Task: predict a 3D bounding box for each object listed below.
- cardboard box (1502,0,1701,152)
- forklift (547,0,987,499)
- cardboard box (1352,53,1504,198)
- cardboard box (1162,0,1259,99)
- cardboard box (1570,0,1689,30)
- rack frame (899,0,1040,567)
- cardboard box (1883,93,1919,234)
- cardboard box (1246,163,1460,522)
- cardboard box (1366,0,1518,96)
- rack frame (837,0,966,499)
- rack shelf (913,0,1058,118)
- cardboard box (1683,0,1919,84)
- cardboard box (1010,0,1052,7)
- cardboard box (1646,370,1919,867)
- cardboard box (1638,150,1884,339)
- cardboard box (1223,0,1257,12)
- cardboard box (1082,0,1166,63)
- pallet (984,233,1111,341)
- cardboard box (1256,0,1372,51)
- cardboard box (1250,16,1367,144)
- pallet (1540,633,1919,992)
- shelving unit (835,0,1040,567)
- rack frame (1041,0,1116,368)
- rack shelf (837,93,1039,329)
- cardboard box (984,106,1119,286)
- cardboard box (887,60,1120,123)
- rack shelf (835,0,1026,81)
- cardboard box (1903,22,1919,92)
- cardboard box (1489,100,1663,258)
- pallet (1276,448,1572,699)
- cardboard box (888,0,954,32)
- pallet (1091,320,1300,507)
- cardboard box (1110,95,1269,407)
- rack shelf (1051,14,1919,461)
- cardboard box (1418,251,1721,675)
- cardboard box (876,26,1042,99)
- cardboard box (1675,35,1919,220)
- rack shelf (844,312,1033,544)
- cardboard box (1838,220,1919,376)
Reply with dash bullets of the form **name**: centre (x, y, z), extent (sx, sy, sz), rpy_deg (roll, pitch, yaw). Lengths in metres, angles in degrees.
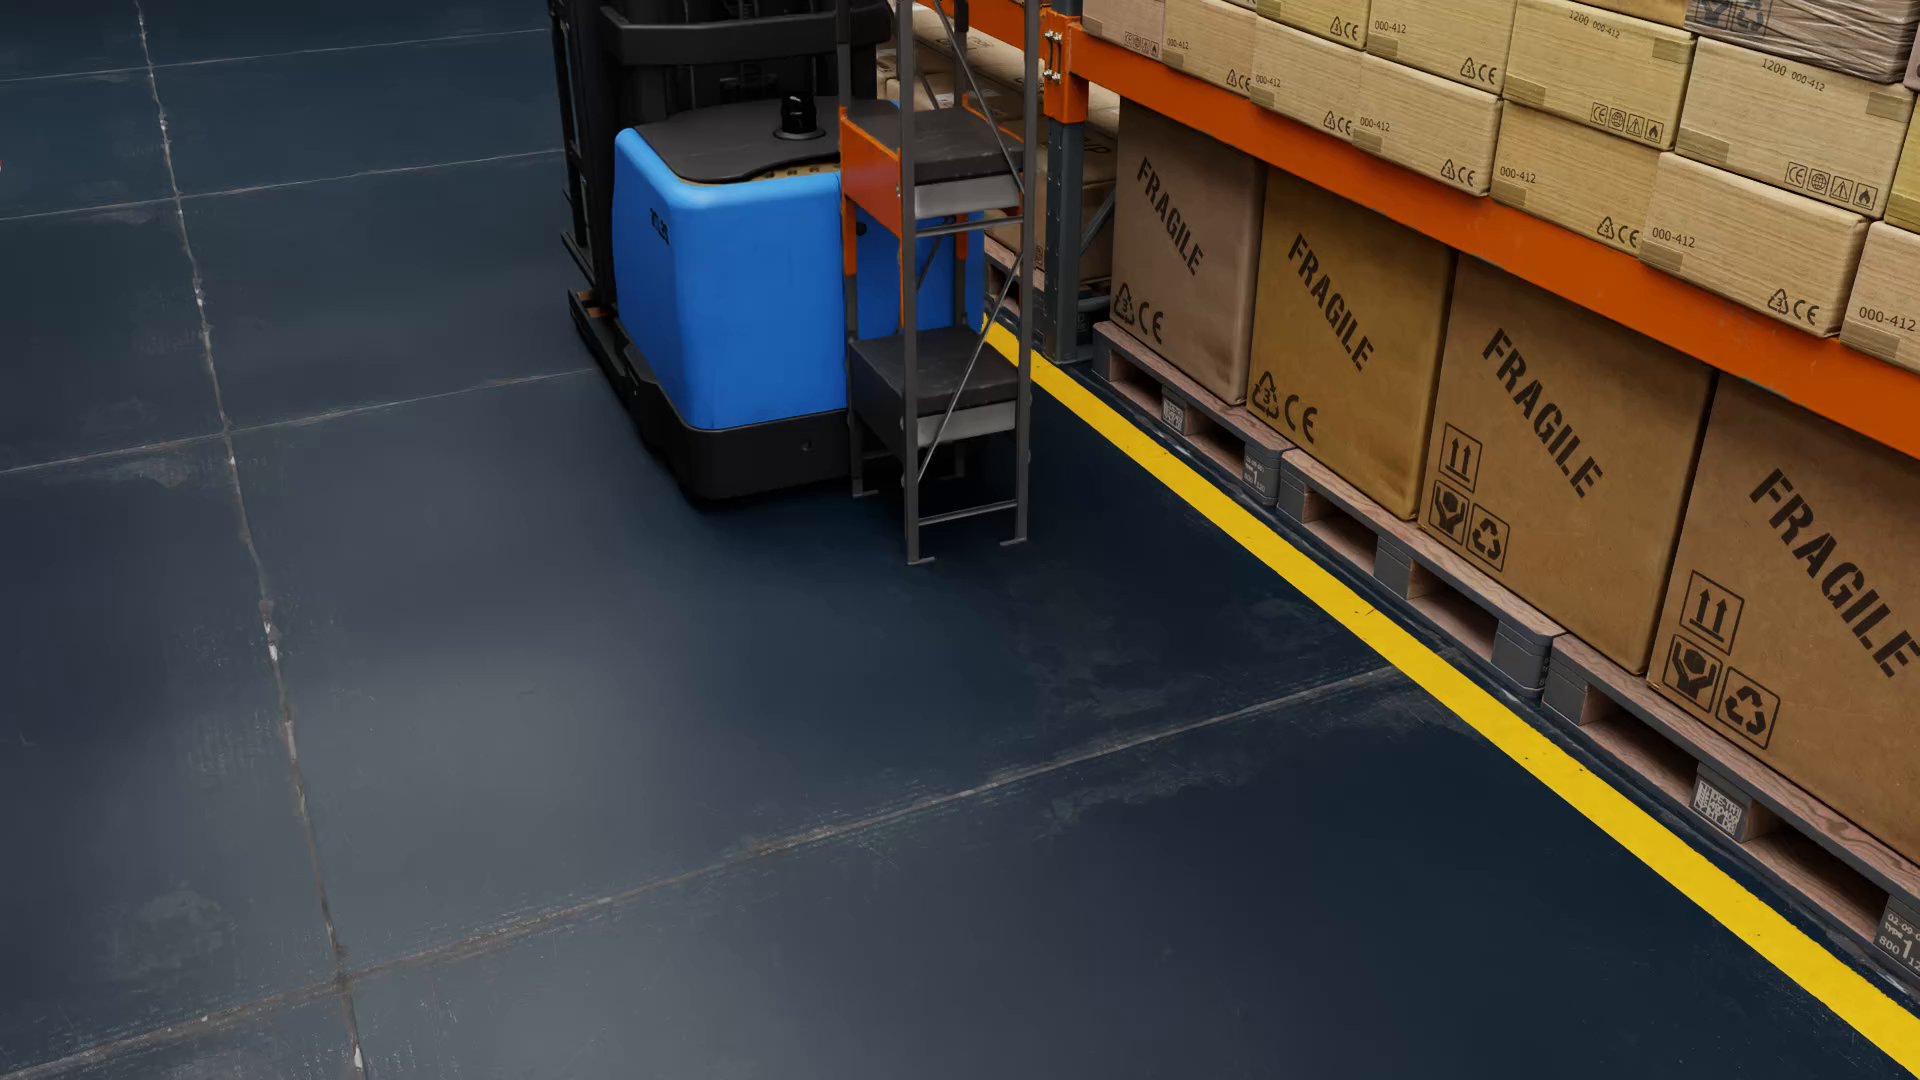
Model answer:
- **cardboard box**: centre (1.617, -1.101, 3.790), extent (0.500, 0.250, 0.500), rpy_deg (-14, 32, -23)
- **forklift**: centre (-0.943, -2.112, 6.019), extent (1.130, 2.935, 3.031), rpy_deg (-12, 31, -20)
- **cardboard box**: centre (1.385, -1.112, 4.319), extent (0.500, 0.250, 0.500), rpy_deg (-14, 32, -23)
- **cardboard box**: centre (0.973, -1.564, 5.126), extent (0.500, 0.250, 0.500), rpy_deg (-14, 32, -23)
- **cardboard box**: centre (1.623, -1.440, 3.626), extent (0.500, 0.500, 0.500), rpy_deg (-13, 32, -22)
- **rack frame**: centre (0.026, -0.874, 4.660), extent (0.400, 2.100, 0.015), rpy_deg (-12, 31, -20)
- **cardboard box**: centre (2.079, -0.654, 2.992), extent (0.500, 0.250, 0.500), rpy_deg (-13, 32, -22)
- **cardboard box**: centre (1.532, -0.710, 5.192), extent (0.875, 0.875, 0.875), rpy_deg (-12, 31, -21)
- **cardboard box**: centre (1.394, -1.331, 4.199), extent (0.500, 0.250, 0.500), rpy_deg (-14, 32, -23)
- **rack frame**: centre (-0.168, -1.093, 5.051), extent (0.400, 2.100, 0.015), rpy_deg (-12, 31, -20)
- **rack shelf**: centre (-0.060, -2.677, 7.693), extent (1.077, 0.370, 4.000), rpy_deg (-13, 32, -22)
- **cardboard box**: centre (1.830, -1.219, 3.232), extent (0.500, 0.500, 0.500), rpy_deg (-13, 32, -21)
- **cardboard box**: centre (0.369, -2.302, 6.187), extent (0.500, 0.500, 0.500), rpy_deg (-13, 32, -22)
- **cardboard box**: centre (2.295, 0.080, 3.783), extent (0.875, 0.875, 0.875), rpy_deg (-13, 32, -22)
- **cardboard box**: centre (1.831, -0.667, 3.525), extent (0.500, 0.250, 0.500), rpy_deg (-13, 32, -21)
- **cardboard box**: centre (0.982, -1.782, 5.004), extent (0.500, 0.250, 0.500), rpy_deg (-13, 32, -21)
- **cardboard box**: centre (0.749, -1.792, 5.533), extent (0.500, 0.250, 0.500), rpy_deg (-14, 32, -23)
- **pallet**: centre (0.543, -1.244, 7.252), extent (1.003, 0.211, 1.213), rpy_deg (-13, 32, -22)
- **cardboard box**: centre (1.175, -1.554, 4.596), extent (0.500, 0.250, 0.500), rpy_deg (-13, 32, -21)
- **cardboard box**: centre (1.179, -1.334, 4.716), extent (0.500, 0.250, 0.500), rpy_deg (-13, 32, -22)
- **pallet**: centre (2.246, 0.512, 4.122), extent (1.003, 0.211, 1.213), rpy_deg (-13, 32, -22)
- **shelving unit**: centre (-0.071, -0.983, 4.855), extent (0.431, 2.100, 0.503), rpy_deg (-12, 31, -20)
- **rack frame**: centre (0.799, -2.108, 5.942), extent (1.000, 3.000, 0.127), rpy_deg (-13, 32, -22)
- **rack shelf**: centre (-0.071, -0.971, 4.862), extent (0.431, 0.518, 0.480), rpy_deg (-12, 31, -20)
- **cardboard box**: centre (0.626, -1.473, 7.000), extent (0.875, 0.438, 0.875), rpy_deg (-14, 32, -23)
- **cardboard box**: centre (0.242, -1.868, 7.705), extent (0.875, 0.438, 0.875), rpy_deg (-14, 32, -23)
- **rack shelf**: centre (-0.070, -1.582, 4.520), extent (0.431, 0.518, 0.480), rpy_deg (-12, 31, -20)
- **cardboard box**: centre (2.058, -0.994, 2.831), extent (0.500, 0.500, 0.500), rpy_deg (-14, 32, -23)
- **cardboard box**: centre (1.629, -0.892, 3.928), extent (0.500, 0.250, 0.500), rpy_deg (-13, 32, -22)
- **pallet**: centre (1.726, -0.027, 5.082), extent (1.003, 0.211, 1.213), rpy_deg (-13, 32, -22)
- **cardboard box**: centre (-0.545, -2.670, 9.134), extent (0.875, 0.438, 0.875), rpy_deg (-14, 32, -24)
- **pallet**: centre (1.198, -0.566, 6.044), extent (1.003, 0.211, 1.213), rpy_deg (-13, 32, -22)
- **cardboard box**: centre (1.137, -1.107, 5.900), extent (0.875, 0.875, 0.875), rpy_deg (-12, 31, -20)
- **rack shelf**: centre (1.658, -0.910, 4.542), extent (1.077, 0.370, 4.000), rpy_deg (-13, 32, -22)
- **cardboard box**: centre (1.916, -0.315, 4.487), extent (0.875, 0.875, 0.875), rpy_deg (-13, 32, -21)
- **cardboard box**: centre (-0.144, -2.267, 8.416), extent (0.875, 0.438, 0.875), rpy_deg (-12, 32, -21)
- **cardboard box**: centre (1.855, -0.880, 3.394), extent (0.500, 0.250, 0.500), rpy_deg (-14, 32, -23)
- **rack shelf**: centre (-0.073, -0.360, 5.204), extent (0.431, 0.518, 0.480), rpy_deg (-12, 31, -20)
- **cardboard box**: centre (2.065, -0.444, 3.129), extent (0.500, 0.250, 0.500), rpy_deg (-14, 32, -24)
